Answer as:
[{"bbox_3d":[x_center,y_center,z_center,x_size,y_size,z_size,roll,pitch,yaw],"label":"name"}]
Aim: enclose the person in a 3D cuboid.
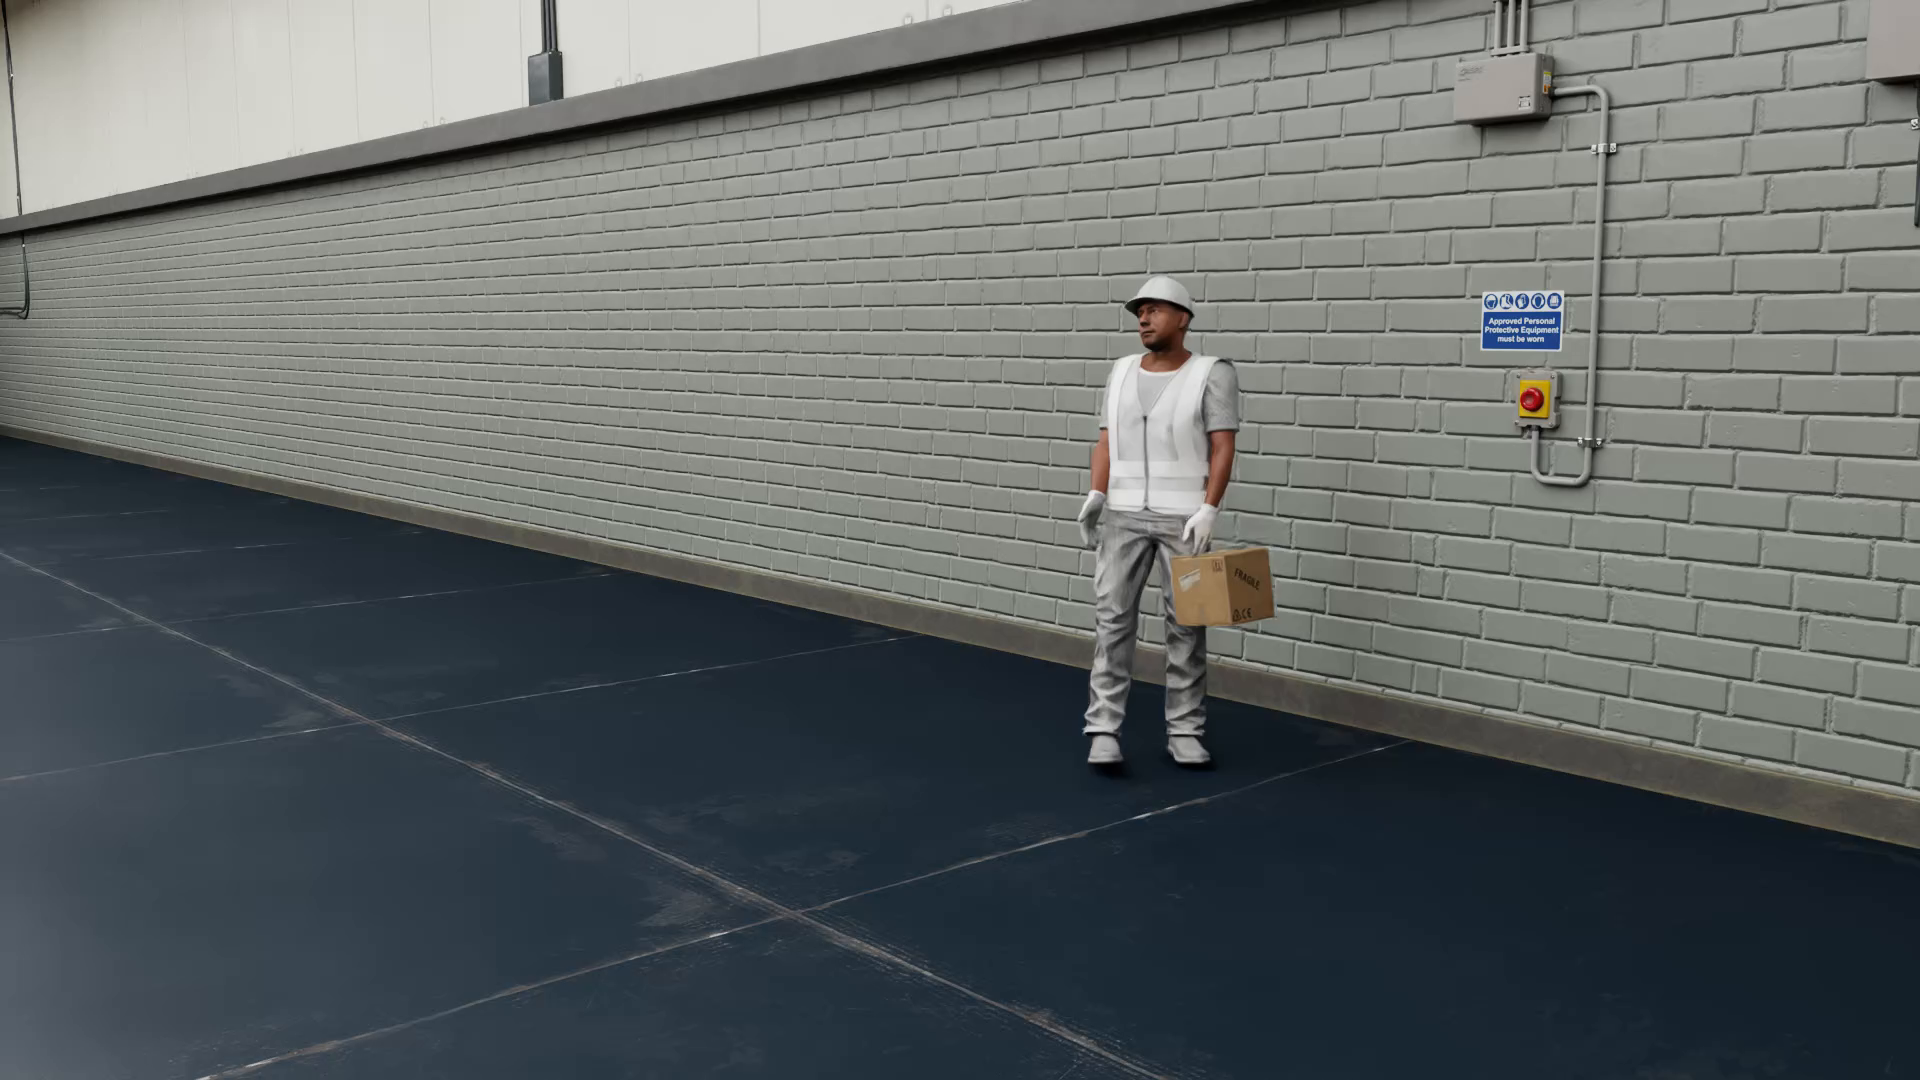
[{"bbox_3d":[0.723,-0.066,6.079,0.548,1.789,0.566,3,8,23],"label":"person"}]
